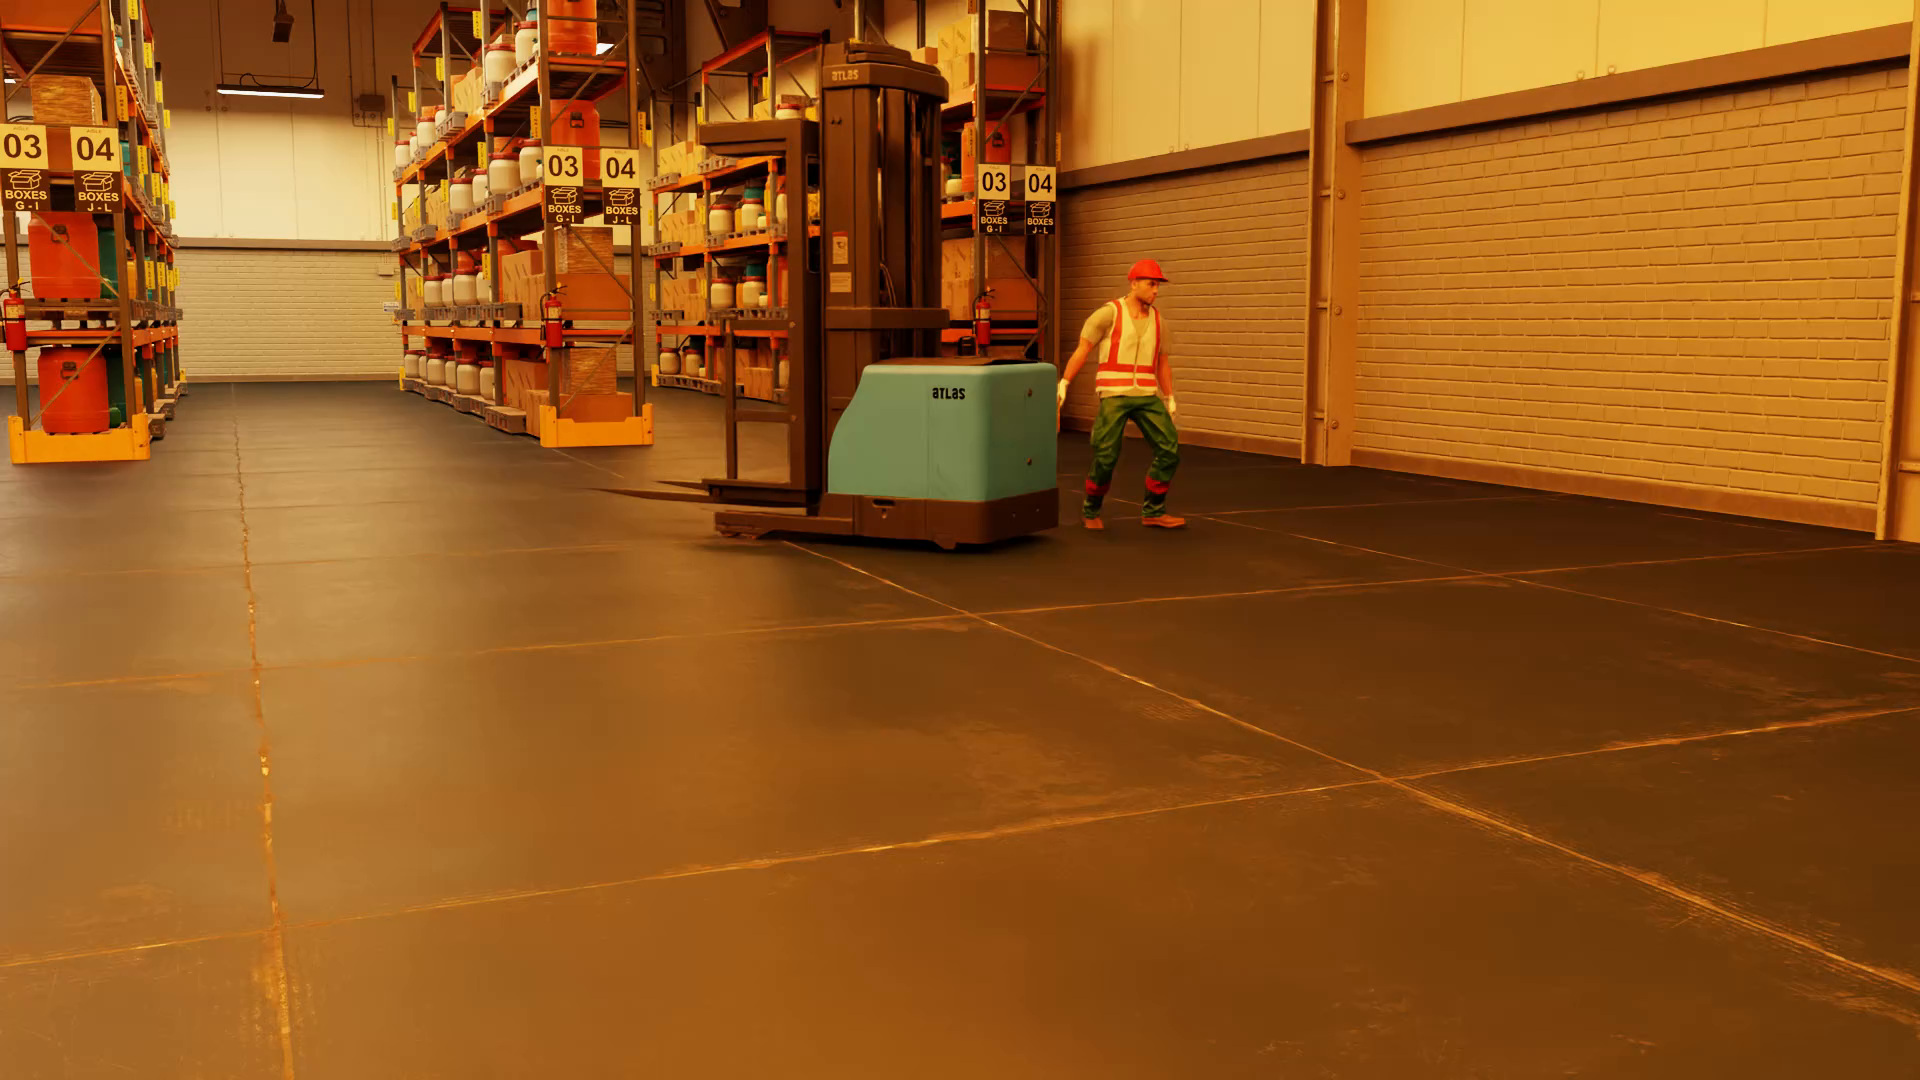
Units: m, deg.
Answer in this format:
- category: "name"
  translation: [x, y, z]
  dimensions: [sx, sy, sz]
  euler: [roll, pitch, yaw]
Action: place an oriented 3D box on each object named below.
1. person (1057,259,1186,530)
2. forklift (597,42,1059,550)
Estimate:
- category: "person"
  translation: [1.013, -0.906, 10.627]
  dimensions: [0.871, 1.749, 0.495]
  euler: [-2, 8, -16]
- category: "forklift"
  translation: [-0.930, -1.512, 10.407]
  dimensions: [3.031, 2.935, 1.130]
  euler: [4, 9, 29]
